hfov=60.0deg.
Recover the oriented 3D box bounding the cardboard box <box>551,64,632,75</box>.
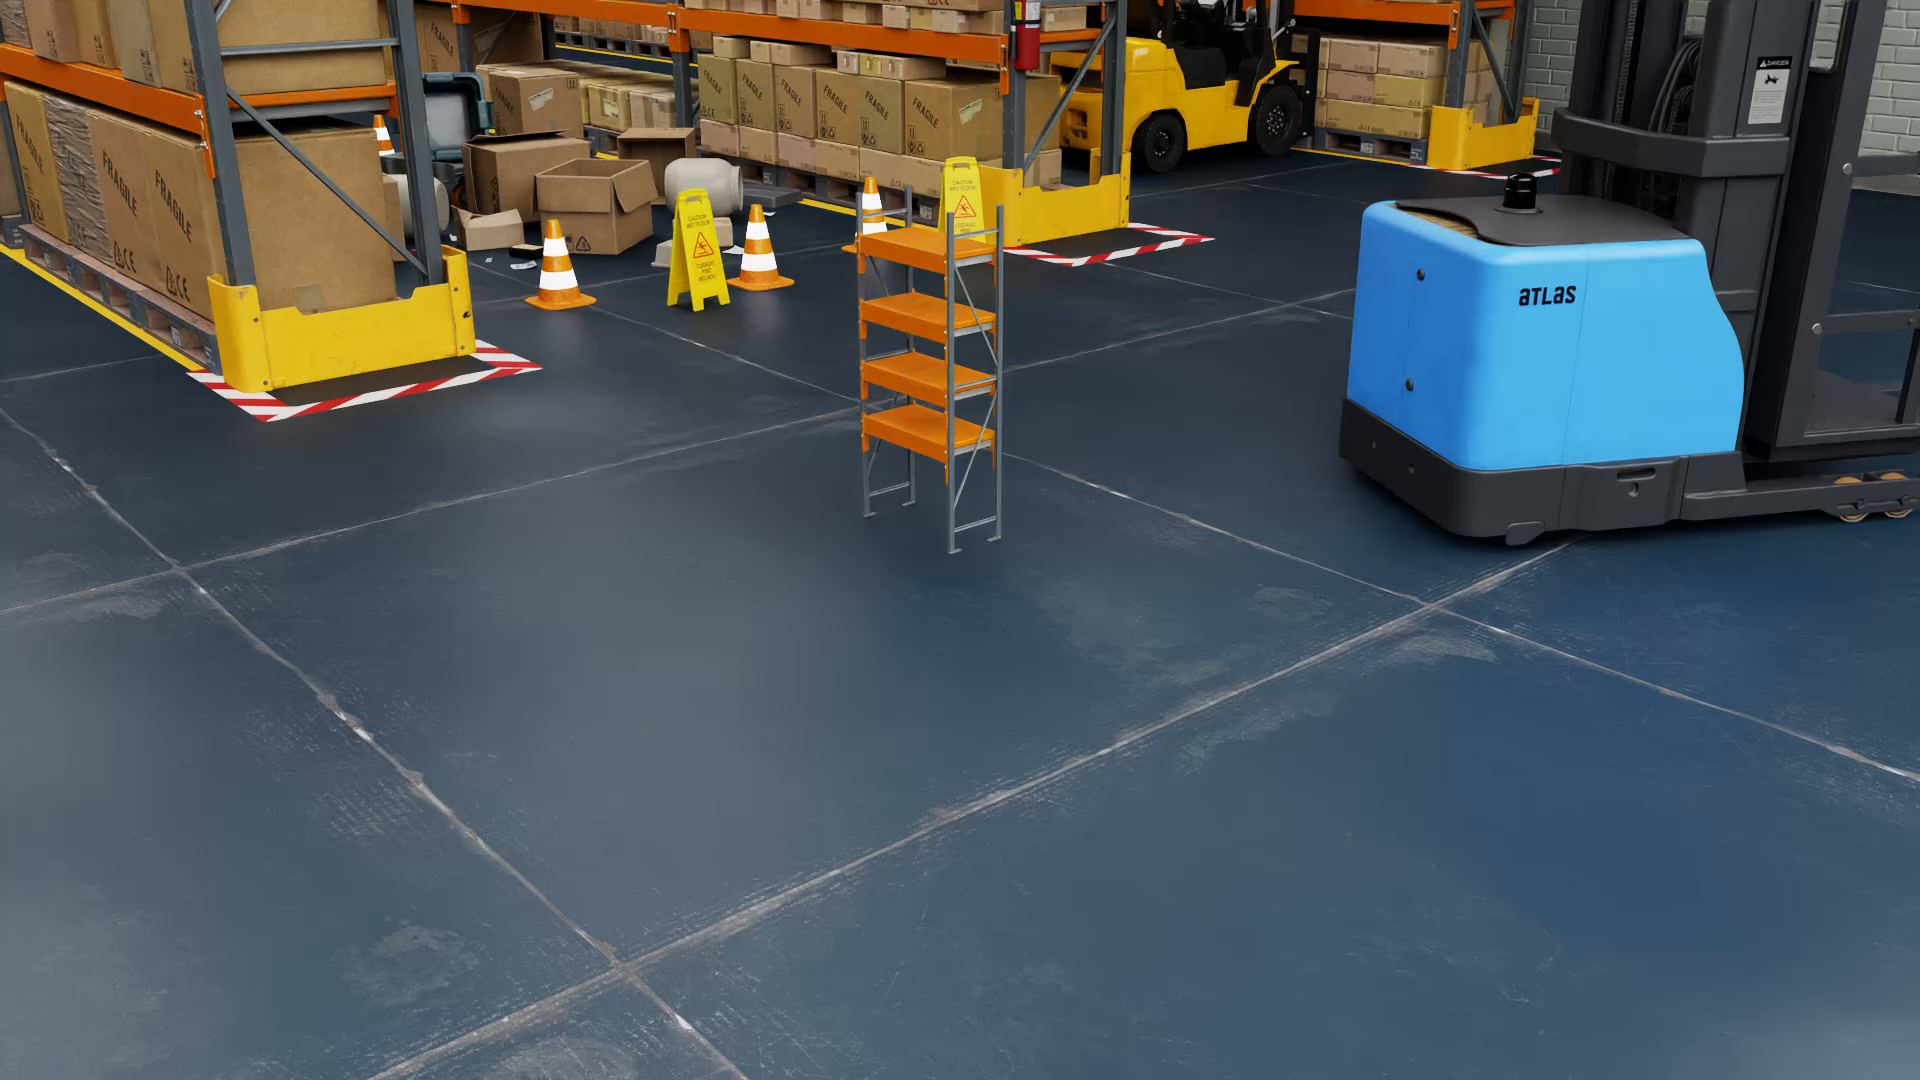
[{"bbox_3d":[-3.682,-4.289,15.850,0.950,0.372,0.625,-18,28,-38],"label":"cardboard box"}]

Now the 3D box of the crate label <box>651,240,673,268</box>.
[{"bbox_3d":[-1.746,-1.791,10.368,0.298,0.136,0.250,7,23,18],"label":"crate label"}]

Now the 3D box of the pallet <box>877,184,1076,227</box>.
[{"bbox_3d":[0.138,-2.423,11.881,1.003,0.211,1.213,-17,27,-37],"label":"pallet"}]

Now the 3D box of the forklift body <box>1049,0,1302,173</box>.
[{"bbox_3d":[1.829,-4.345,14.127,2.313,2.155,1.214,-17,27,-37],"label":"forklift body"}]

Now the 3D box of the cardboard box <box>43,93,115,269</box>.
[{"bbox_3d":[-4.655,-2.134,9.657,0.875,0.875,0.875,-17,27,-37],"label":"cardboard box"}]

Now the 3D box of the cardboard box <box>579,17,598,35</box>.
[{"bbox_3d":[-5.139,-7.665,24.294,0.700,0.500,0.500,-16,27,-35],"label":"cardboard box"}]

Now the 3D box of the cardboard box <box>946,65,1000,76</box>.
[{"bbox_3d":[0.014,-3.170,12.132,0.500,0.500,0.500,-19,28,-39],"label":"cardboard box"}]

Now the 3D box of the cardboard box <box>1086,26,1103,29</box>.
[{"bbox_3d":[1.489,-4.987,17.283,0.875,0.625,0.625,-16,26,-35],"label":"cardboard box"}]

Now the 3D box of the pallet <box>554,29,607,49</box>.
[{"bbox_3d":[-5.424,-7.531,24.923,1.003,0.211,1.213,-17,27,-37],"label":"pallet"}]

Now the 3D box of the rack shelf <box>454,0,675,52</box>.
[{"bbox_3d":[-3.225,-4.790,15.088,1.077,0.370,4.000,-17,27,-37],"label":"rack shelf"}]

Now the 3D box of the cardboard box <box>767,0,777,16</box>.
[{"bbox_3d":[-1.224,-4.026,12.494,0.380,0.149,0.250,-18,27,-38],"label":"cardboard box"}]

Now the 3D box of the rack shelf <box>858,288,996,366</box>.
[{"bbox_3d":[-0.108,-0.750,5.825,0.258,0.148,0.480,-17,27,-37],"label":"rack shelf"}]

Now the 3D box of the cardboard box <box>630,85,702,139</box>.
[{"bbox_3d":[-2.264,-3.689,14.317,0.950,0.372,0.625,-17,27,-37],"label":"cardboard box"}]

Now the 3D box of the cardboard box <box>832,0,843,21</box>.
[{"bbox_3d":[-0.698,-3.830,11.994,0.380,0.149,0.250,-17,27,-37],"label":"cardboard box"}]

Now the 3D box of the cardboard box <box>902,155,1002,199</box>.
[{"bbox_3d":[-0.056,-2.549,11.573,0.500,0.250,0.500,-18,27,-38],"label":"cardboard box"}]

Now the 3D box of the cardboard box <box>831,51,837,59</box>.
[{"bbox_3d":[-0.997,-3.597,13.222,0.500,0.500,0.500,-17,27,-36],"label":"cardboard box"}]

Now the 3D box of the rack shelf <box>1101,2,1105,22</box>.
[{"bbox_3d":[0.533,-5.973,18.107,1.077,0.370,4.000,-17,27,-37],"label":"rack shelf"}]

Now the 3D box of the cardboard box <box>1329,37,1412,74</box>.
[{"bbox_3d":[3.575,-4.224,14.478,0.500,0.250,0.500,-17,27,-36],"label":"cardboard box"}]

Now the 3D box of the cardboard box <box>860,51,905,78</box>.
[{"bbox_3d":[-0.481,-3.349,11.698,0.380,0.149,0.250,-17,27,-37],"label":"cardboard box"}]

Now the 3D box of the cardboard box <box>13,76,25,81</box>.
[{"bbox_3d":[-6.704,-2.932,11.866,1.050,0.750,0.750,-17,27,-37],"label":"cardboard box"}]

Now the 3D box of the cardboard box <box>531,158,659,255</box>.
[{"bbox_3d":[-2.373,-2.188,10.880,0.637,0.503,0.797,3,22,9],"label":"cardboard box"}]

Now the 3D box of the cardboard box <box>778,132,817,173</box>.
[{"bbox_3d":[-1.034,-2.970,12.648,0.500,0.250,0.500,-18,28,-38],"label":"cardboard box"}]

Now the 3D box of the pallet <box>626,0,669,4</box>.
[{"bbox_3d":[-2.308,-4.729,14.208,1.003,0.211,1.213,-17,27,-37],"label":"pallet"}]

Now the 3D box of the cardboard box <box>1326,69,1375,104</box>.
[{"bbox_3d":[3.575,-3.999,14.591,0.500,0.250,0.500,-18,28,-38],"label":"cardboard box"}]

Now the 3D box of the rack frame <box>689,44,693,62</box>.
[{"bbox_3d":[-3.384,-7.966,22.208,1.000,3.000,0.127,-17,27,-37],"label":"rack frame"}]

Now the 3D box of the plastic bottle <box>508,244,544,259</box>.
[{"bbox_3d":[-2.780,-1.843,10.605,0.283,0.061,0.133,12,24,27],"label":"plastic bottle"}]

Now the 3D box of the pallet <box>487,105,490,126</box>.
[{"bbox_3d":[-4.022,-4.163,16.324,1.003,0.211,1.213,-17,27,-37],"label":"pallet"}]

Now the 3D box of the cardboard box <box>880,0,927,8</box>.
[{"bbox_3d":[-0.195,-3.876,11.223,0.500,0.500,0.500,-17,27,-37],"label":"cardboard box"}]

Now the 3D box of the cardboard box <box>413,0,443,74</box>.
[{"bbox_3d":[-5.498,-5.342,17.848,0.875,0.875,0.875,-17,27,-37],"label":"cardboard box"}]

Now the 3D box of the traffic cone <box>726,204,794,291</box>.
[{"bbox_3d":[-1.186,-1.740,9.792,0.336,0.463,0.334,-17,27,-37],"label":"traffic cone"}]

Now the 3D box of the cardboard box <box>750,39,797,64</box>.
[{"bbox_3d":[-1.366,-3.721,12.649,0.380,0.149,0.250,-16,27,-35],"label":"cardboard box"}]

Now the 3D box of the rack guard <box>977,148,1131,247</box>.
[{"bbox_3d":[0.642,-2.325,11.234,1.175,0.500,0.348,-17,27,-37],"label":"rack guard"}]

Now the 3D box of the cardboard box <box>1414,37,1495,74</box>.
[{"bbox_3d":[4.279,-4.209,14.440,0.500,0.250,0.500,-18,28,-38],"label":"cardboard box"}]

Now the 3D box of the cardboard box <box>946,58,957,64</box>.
[{"bbox_3d":[0.057,-5.596,18.839,0.875,0.625,0.625,-16,27,-36],"label":"cardboard box"}]

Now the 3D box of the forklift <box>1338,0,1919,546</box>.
[{"bbox_3d":[3.090,-1.612,6.080,3.031,2.935,1.130,-5,22,-12],"label":"forklift"}]

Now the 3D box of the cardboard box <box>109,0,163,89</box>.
[{"bbox_3d":[-3.645,-2.570,8.226,0.875,0.550,0.550,-17,27,-37],"label":"cardboard box"}]

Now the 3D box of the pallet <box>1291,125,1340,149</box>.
[{"bbox_3d":[3.126,-3.890,15.626,1.003,0.211,1.213,-17,27,-37],"label":"pallet"}]

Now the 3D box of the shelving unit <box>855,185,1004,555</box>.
[{"bbox_3d":[-0.108,-0.604,5.882,0.258,1.200,0.503,-17,27,-37],"label":"shelving unit"}]

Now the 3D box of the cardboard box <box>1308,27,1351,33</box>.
[{"bbox_3d":[3.302,-4.630,15.515,0.500,0.250,0.500,-18,28,-38],"label":"cardboard box"}]

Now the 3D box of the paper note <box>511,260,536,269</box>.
[{"bbox_3d":[-2.703,-1.704,10.295,0.144,0.017,0.142,-8,23,-19],"label":"paper note"}]

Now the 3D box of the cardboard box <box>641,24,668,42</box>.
[{"bbox_3d":[-4.203,-7.071,23.097,0.396,0.266,0.258,-16,27,-36],"label":"cardboard box"}]

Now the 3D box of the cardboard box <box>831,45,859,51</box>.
[{"bbox_3d":[-1.212,-5.958,19.934,0.500,0.500,0.500,-16,27,-36],"label":"cardboard box"}]

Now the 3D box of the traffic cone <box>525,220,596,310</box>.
[{"bbox_3d":[-2.264,-1.565,9.345,0.336,0.463,0.334,-17,27,-37],"label":"traffic cone"}]

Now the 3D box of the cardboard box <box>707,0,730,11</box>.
[{"bbox_3d":[-1.753,-4.235,13.028,0.380,0.149,0.250,-16,27,-36],"label":"cardboard box"}]

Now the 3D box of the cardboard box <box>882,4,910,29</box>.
[{"bbox_3d":[-0.306,-3.586,11.372,0.380,0.149,0.250,-17,27,-37],"label":"cardboard box"}]

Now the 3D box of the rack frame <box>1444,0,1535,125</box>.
[{"bbox_3d":[4.449,-4.650,13.744,1.000,3.000,0.127,-17,27,-37],"label":"rack frame"}]

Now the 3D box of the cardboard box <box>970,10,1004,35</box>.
[{"bbox_3d":[0.285,-3.403,10.904,0.380,0.149,0.250,-16,27,-36],"label":"cardboard box"}]

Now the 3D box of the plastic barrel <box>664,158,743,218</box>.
[{"bbox_3d":[-1.804,-2.478,11.731,0.512,0.421,0.421,0,21,-1],"label":"plastic barrel"}]

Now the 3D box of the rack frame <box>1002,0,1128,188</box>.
[{"bbox_3d":[0.691,-3.468,10.724,1.000,3.000,0.127,-17,27,-37],"label":"rack frame"}]

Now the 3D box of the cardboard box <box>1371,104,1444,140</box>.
[{"bbox_3d":[3.903,-3.620,14.308,0.500,0.250,0.500,-17,27,-37],"label":"cardboard box"}]

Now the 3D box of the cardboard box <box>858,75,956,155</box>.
[{"bbox_3d":[-0.372,-3.035,11.785,0.500,0.500,0.500,-16,27,-36],"label":"cardboard box"}]

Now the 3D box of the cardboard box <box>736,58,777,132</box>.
[{"bbox_3d":[-1.381,-3.465,12.883,0.500,0.500,0.500,-16,27,-35],"label":"cardboard box"}]

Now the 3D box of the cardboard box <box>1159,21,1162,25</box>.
[{"bbox_3d":[1.916,-4.928,16.276,0.500,0.250,0.500,-18,28,-38],"label":"cardboard box"}]

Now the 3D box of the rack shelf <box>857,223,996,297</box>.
[{"bbox_3d":[-0.108,-0.970,5.739,0.258,0.148,0.480,-17,27,-37],"label":"rack shelf"}]

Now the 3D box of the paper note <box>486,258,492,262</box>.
[{"bbox_3d":[-2.967,-1.764,10.473,0.032,0.001,0.123,-4,22,-10],"label":"paper note"}]

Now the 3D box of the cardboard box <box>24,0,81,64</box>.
[{"bbox_3d":[-4.714,-3.013,9.359,0.875,0.550,0.550,-17,27,-37],"label":"cardboard box"}]

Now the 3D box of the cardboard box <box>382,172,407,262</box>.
[{"bbox_3d":[-3.813,-2.019,10.450,0.500,0.500,0.500,-12,25,-28],"label":"cardboard box"}]

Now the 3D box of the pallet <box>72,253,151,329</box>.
[{"bbox_3d":[-4.366,-1.502,9.529,1.003,0.211,1.213,-17,27,-37],"label":"pallet"}]
